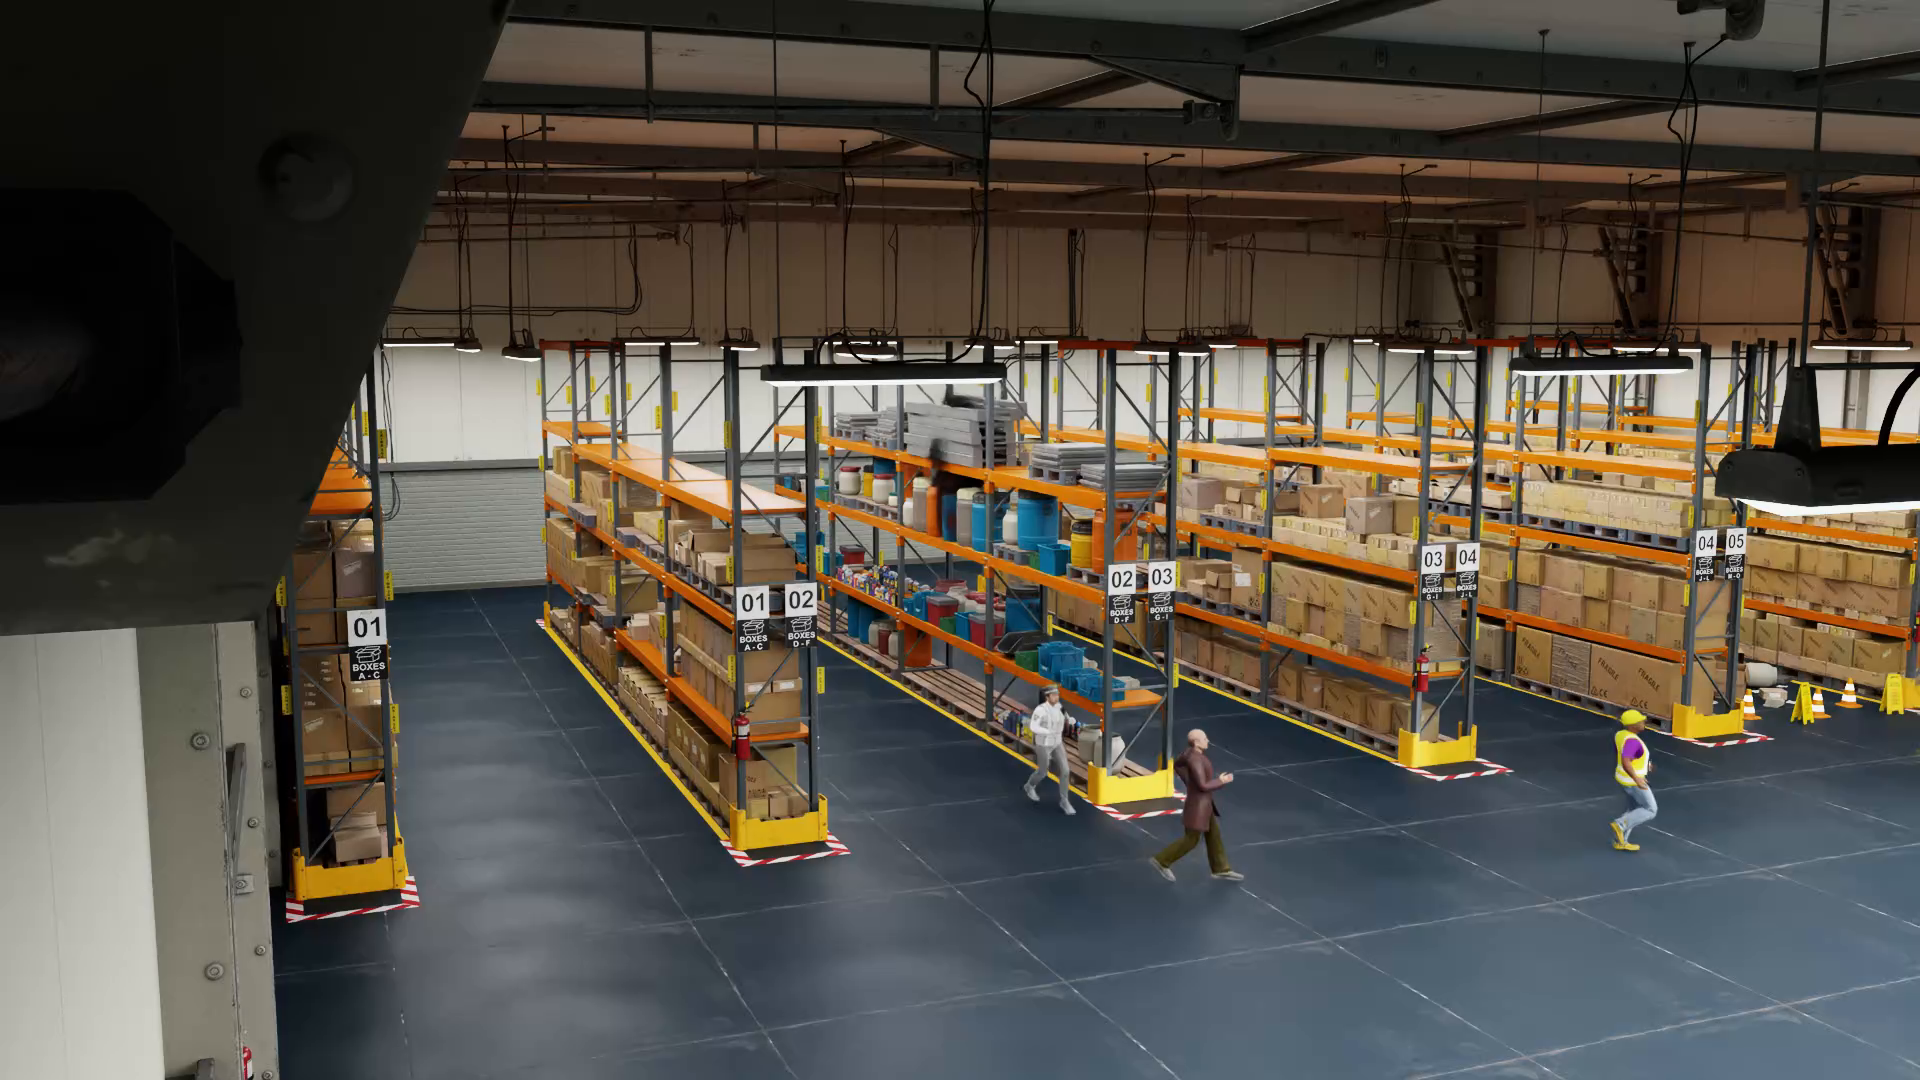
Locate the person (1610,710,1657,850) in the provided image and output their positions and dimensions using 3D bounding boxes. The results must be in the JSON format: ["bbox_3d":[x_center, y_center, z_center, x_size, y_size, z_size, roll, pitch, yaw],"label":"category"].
[{"bbox_3d":[8.102,2.888,19.979,0.576,1.720,0.698,0,7,3],"label":"person"}]

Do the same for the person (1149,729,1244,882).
[{"bbox_3d":[2.681,2.990,18.734,1.075,1.756,0.704,1,7,6],"label":"person"}]

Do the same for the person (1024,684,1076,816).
[{"bbox_3d":[1.153,2.690,21.698,0.645,1.715,0.900,-5,9,-34],"label":"person"}]
